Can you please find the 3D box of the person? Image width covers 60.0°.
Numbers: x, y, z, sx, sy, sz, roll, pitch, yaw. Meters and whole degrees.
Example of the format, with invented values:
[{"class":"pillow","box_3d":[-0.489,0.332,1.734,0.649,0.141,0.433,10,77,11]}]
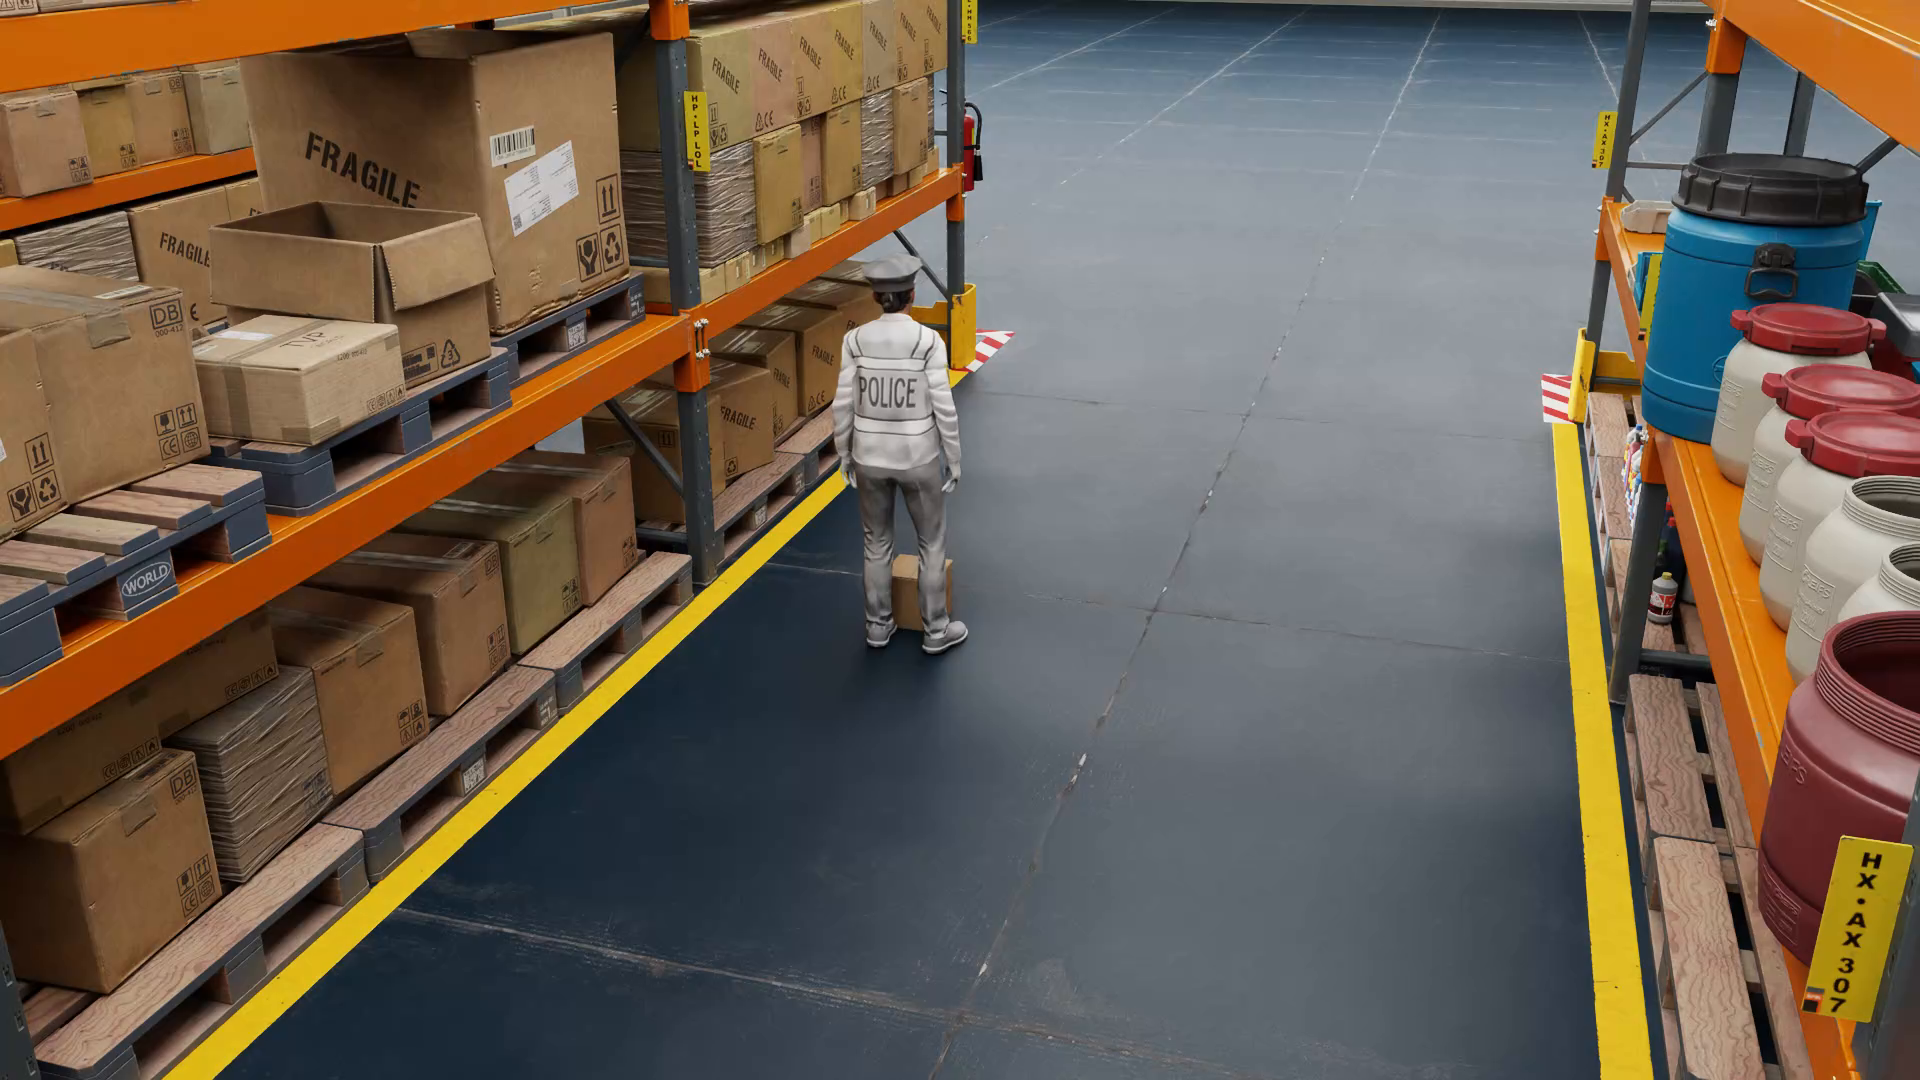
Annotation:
[{"class":"person","box_3d":[-0.254,-0.331,6.901,0.543,1.662,0.376,5,23,12]}]
